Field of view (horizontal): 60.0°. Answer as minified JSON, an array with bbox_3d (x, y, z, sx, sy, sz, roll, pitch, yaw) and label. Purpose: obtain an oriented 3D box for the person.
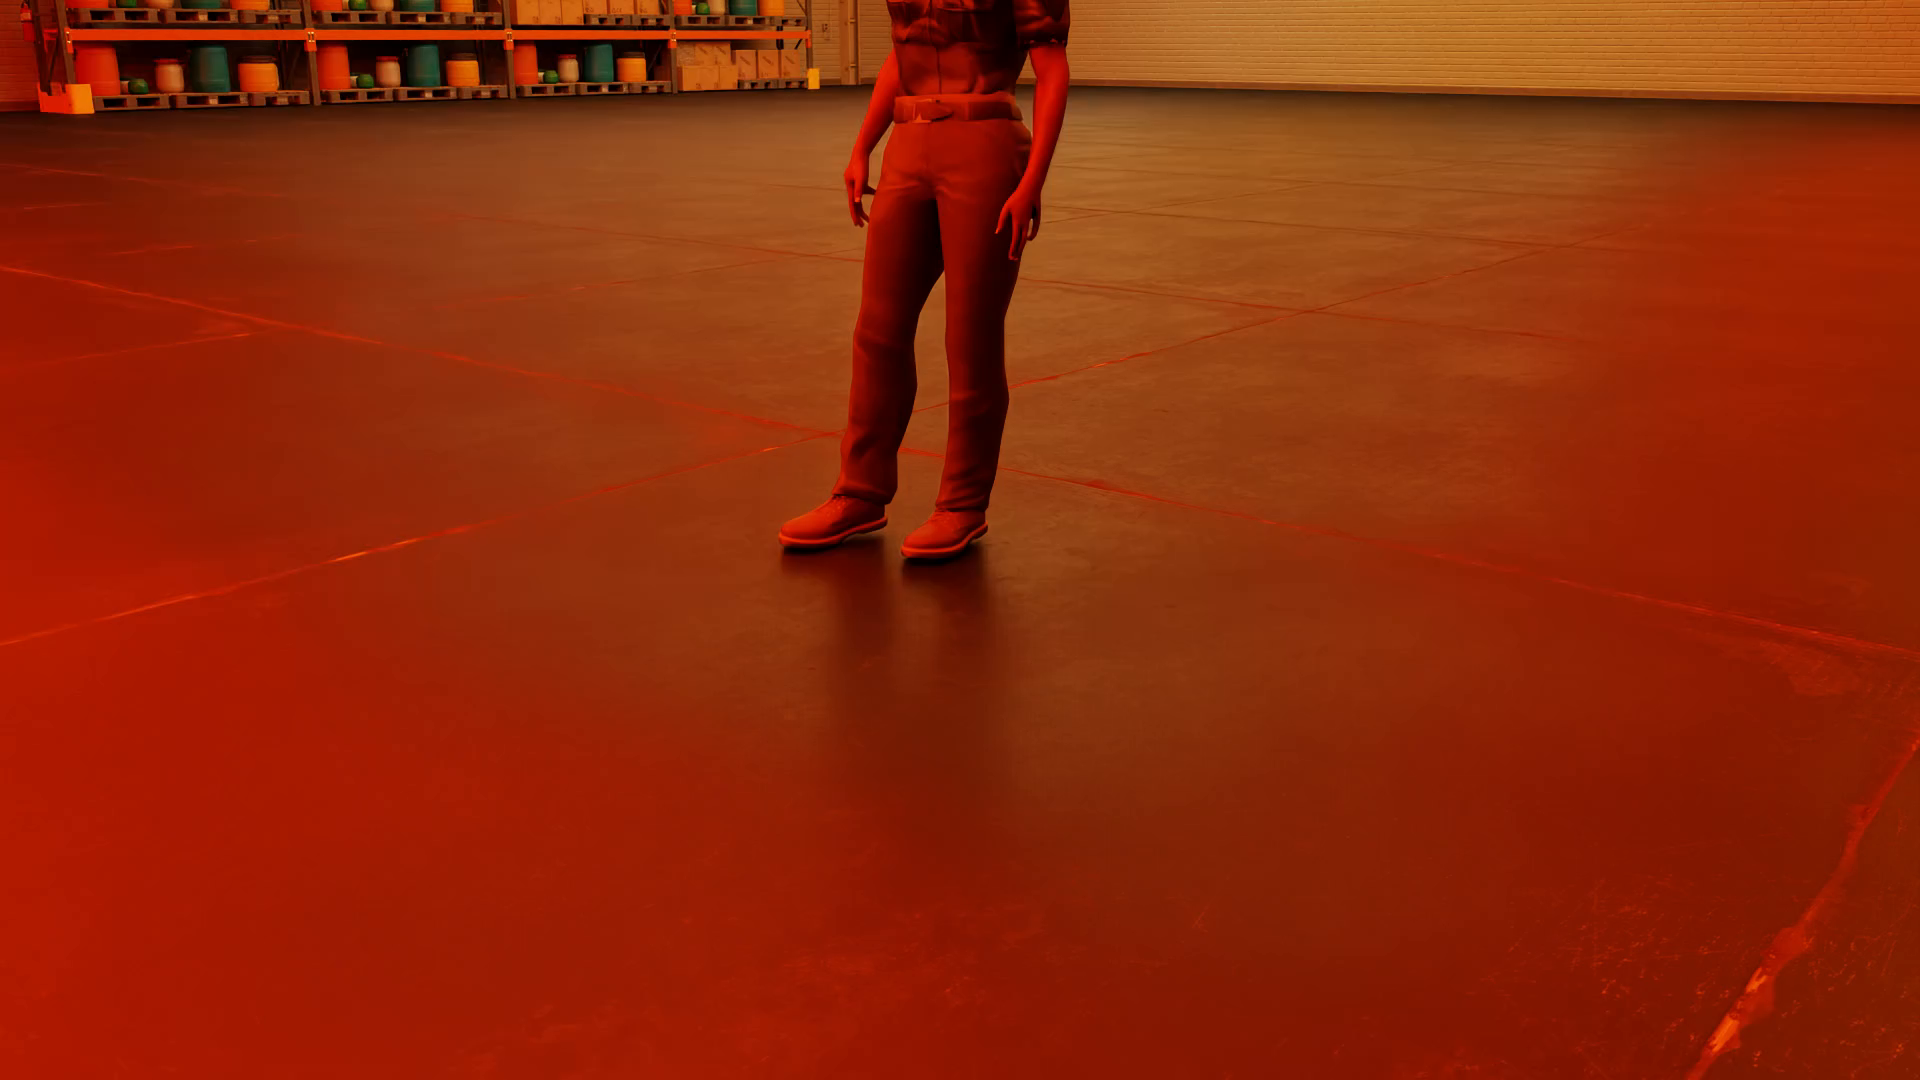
[{"bbox_3d":[-0.071,-0.782,3.647,0.569,1.654,0.504,13,21,37],"label":"person"}]
